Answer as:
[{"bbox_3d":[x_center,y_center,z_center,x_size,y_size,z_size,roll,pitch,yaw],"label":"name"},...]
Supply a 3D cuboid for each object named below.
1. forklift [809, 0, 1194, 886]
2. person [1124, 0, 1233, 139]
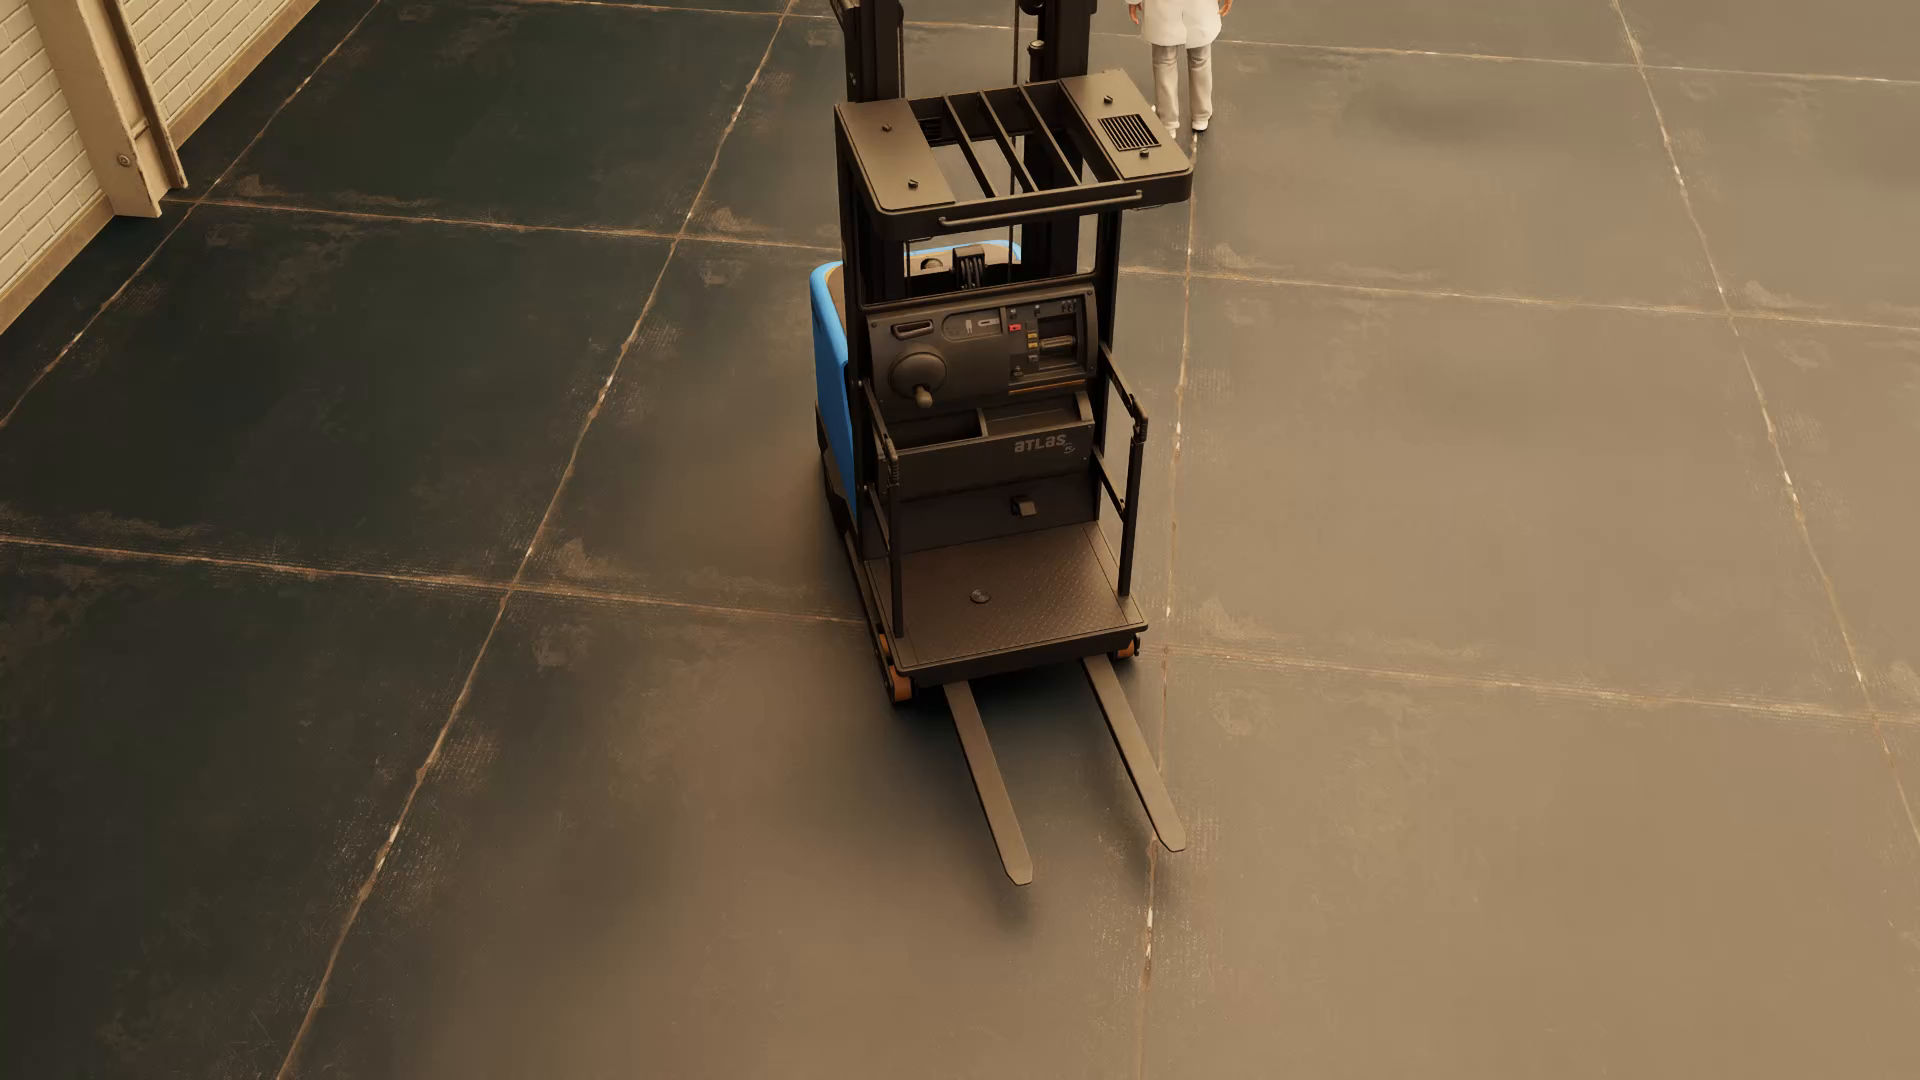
[{"bbox_3d":[0.153,-0.681,6.465,1.130,2.935,3.031,-10,44,-11],"label":"forklift"},{"bbox_3d":[1.342,-3.338,10.200,0.695,1.776,0.582,-1,43,-1],"label":"person"}]
